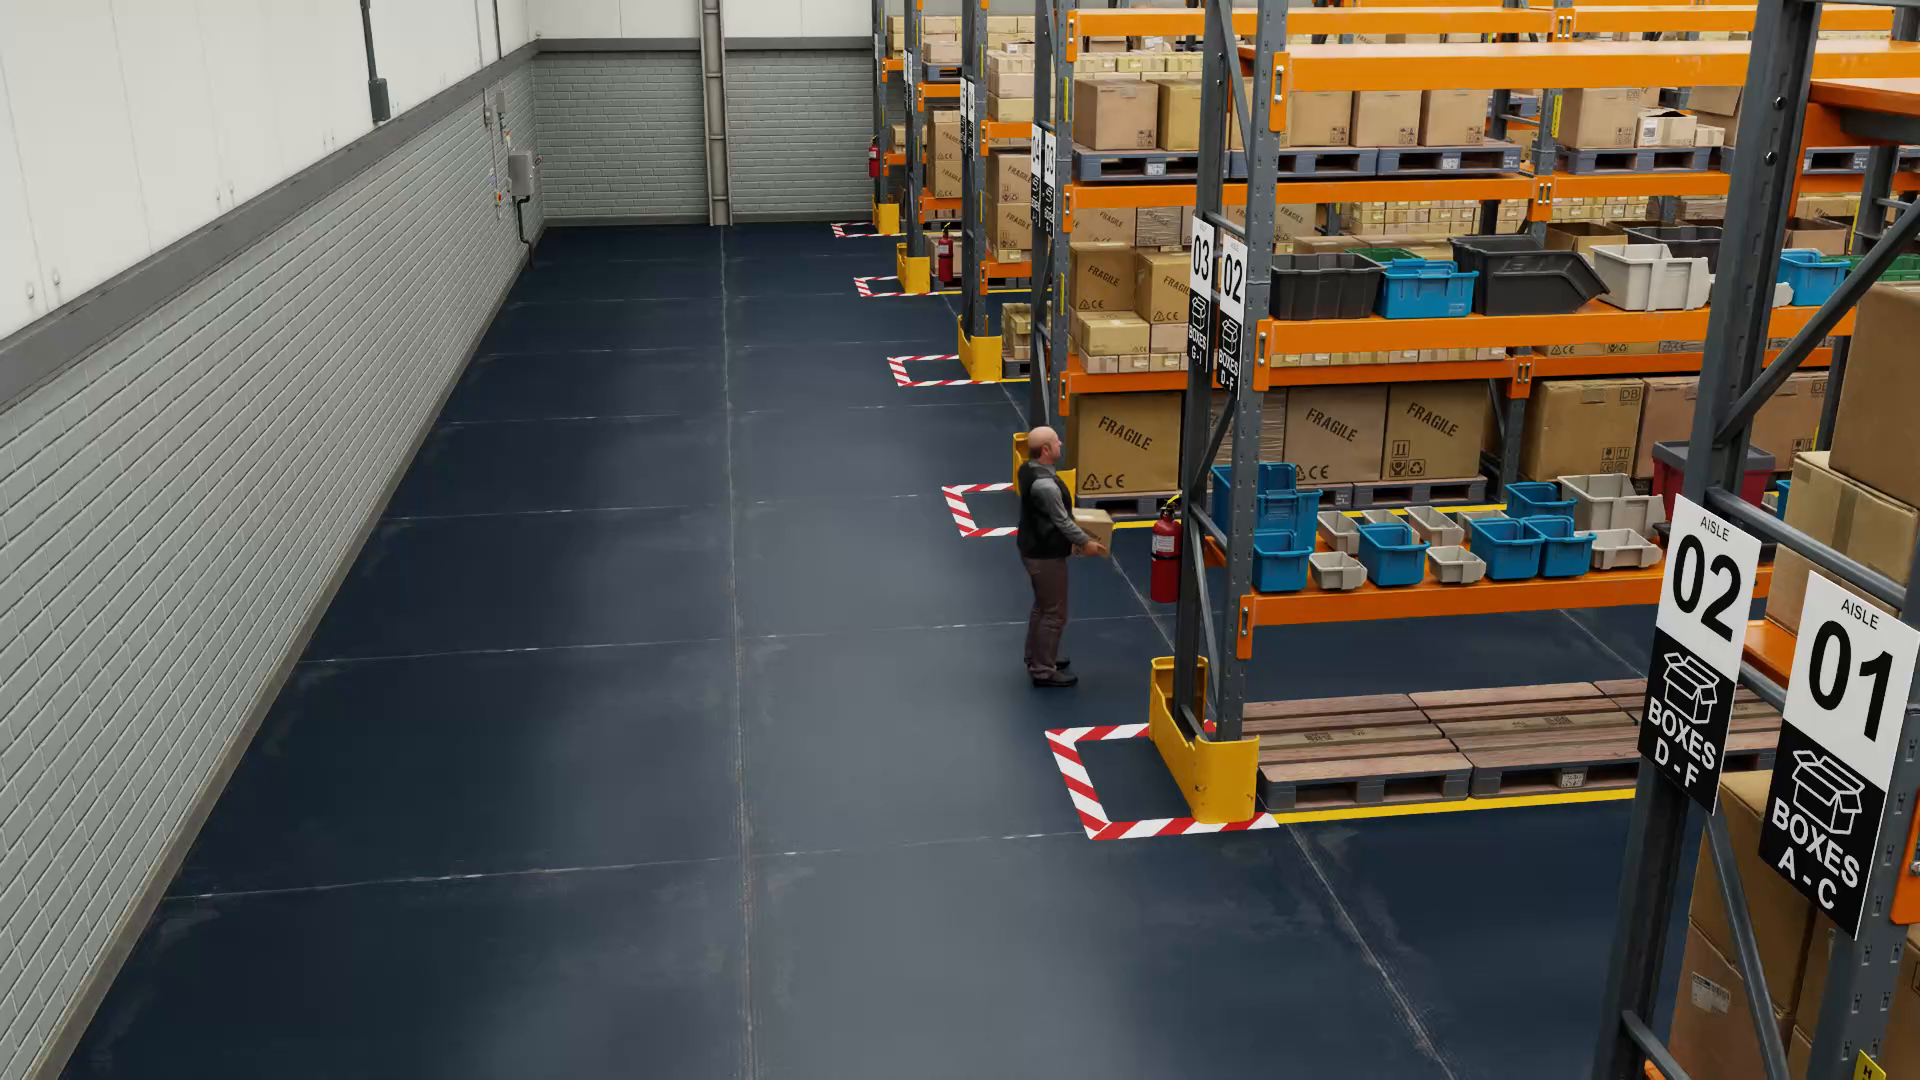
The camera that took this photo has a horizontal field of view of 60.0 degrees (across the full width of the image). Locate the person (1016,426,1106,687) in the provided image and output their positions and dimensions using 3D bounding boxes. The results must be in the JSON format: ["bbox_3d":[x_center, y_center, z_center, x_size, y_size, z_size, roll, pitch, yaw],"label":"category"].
[{"bbox_3d":[0.652,0.088,10.862,0.547,1.722,0.508,-3,20,-8],"label":"person"}]
